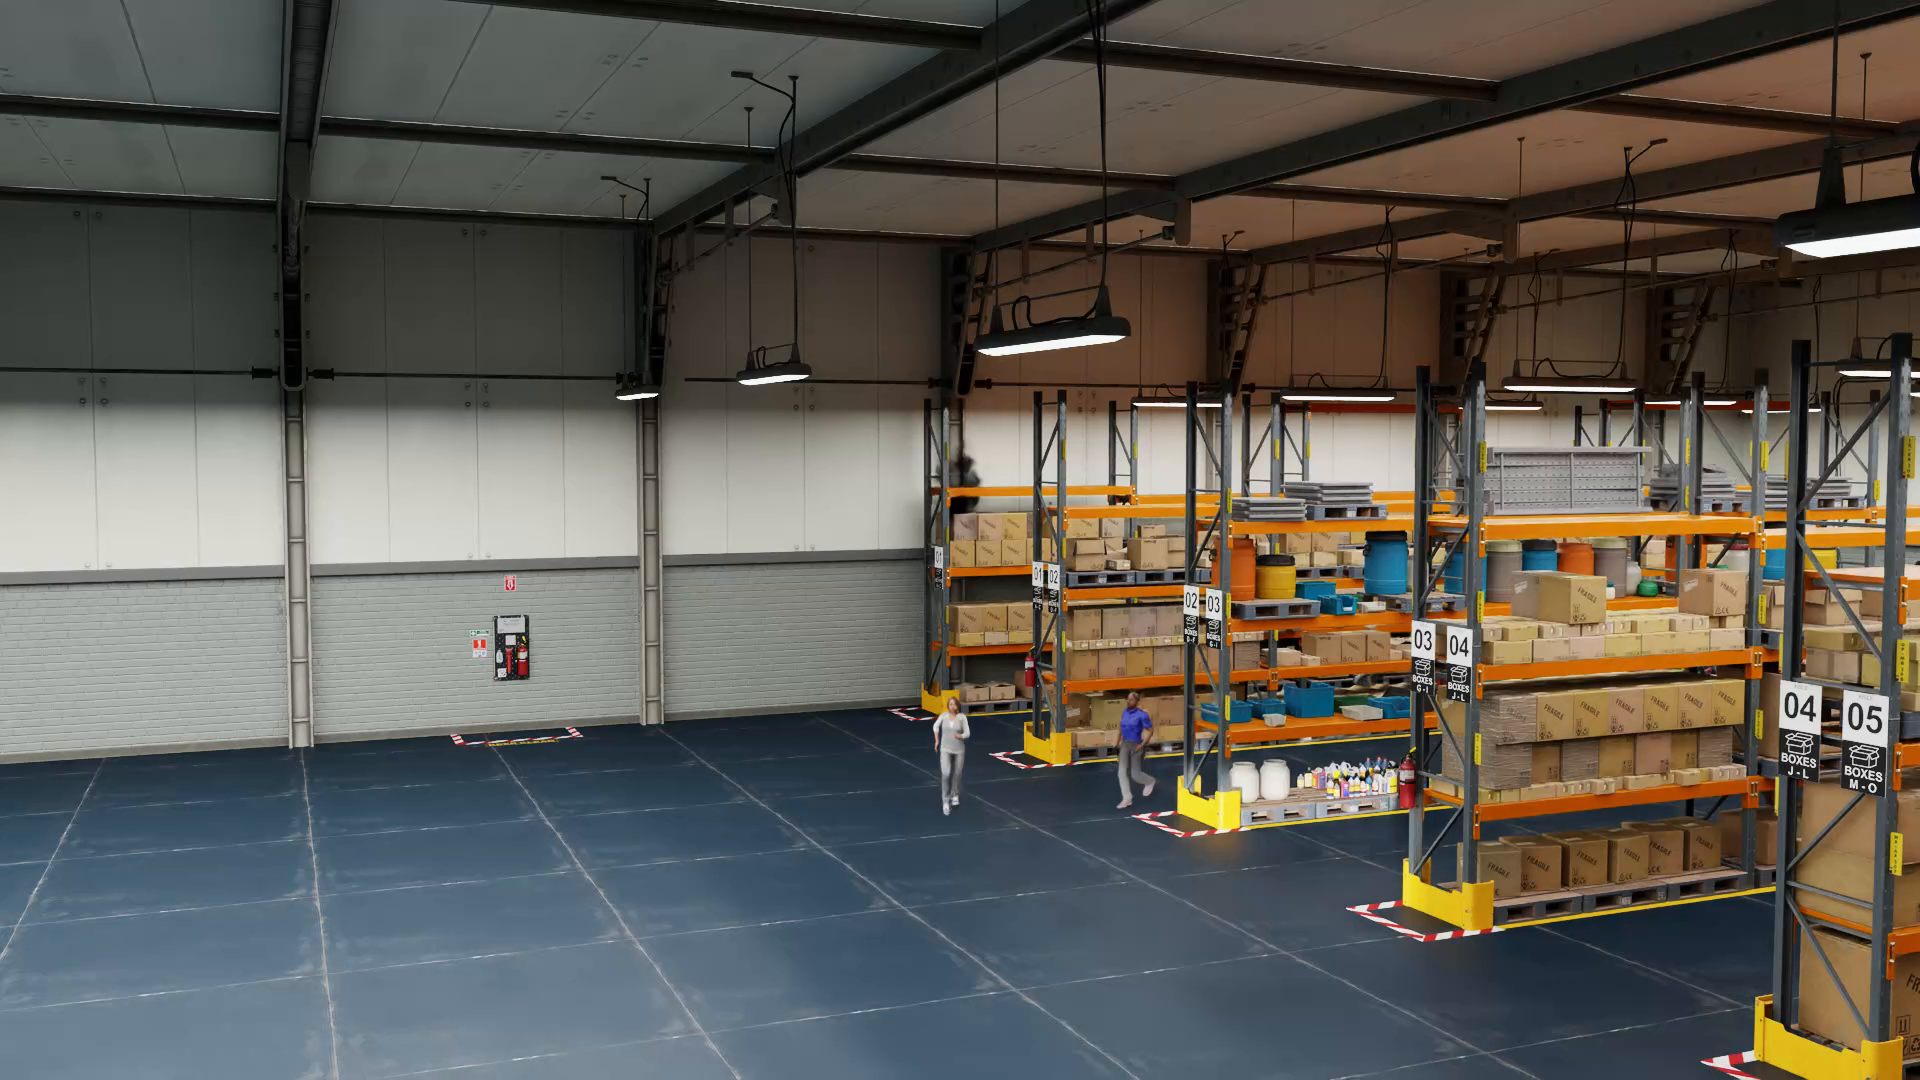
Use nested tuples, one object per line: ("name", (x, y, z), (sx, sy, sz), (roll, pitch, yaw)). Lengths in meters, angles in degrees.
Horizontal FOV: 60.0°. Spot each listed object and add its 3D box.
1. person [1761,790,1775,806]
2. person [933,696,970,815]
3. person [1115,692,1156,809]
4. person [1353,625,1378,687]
("person", (10.845, 3.010, 22.264), (0.744, 1.762, 0.641), (-2, 4, -27))
("person", (-0.115, 3.003, 23.234), (0.503, 1.624, 0.703), (0, 3, -2))
("person", (2.490, 2.969, 23.664), (0.605, 1.632, 0.721), (3, 4, 40))
("person", (7.763, 2.446, 31.543), (0.755, 1.829, 0.660), (-1, 4, -21))
